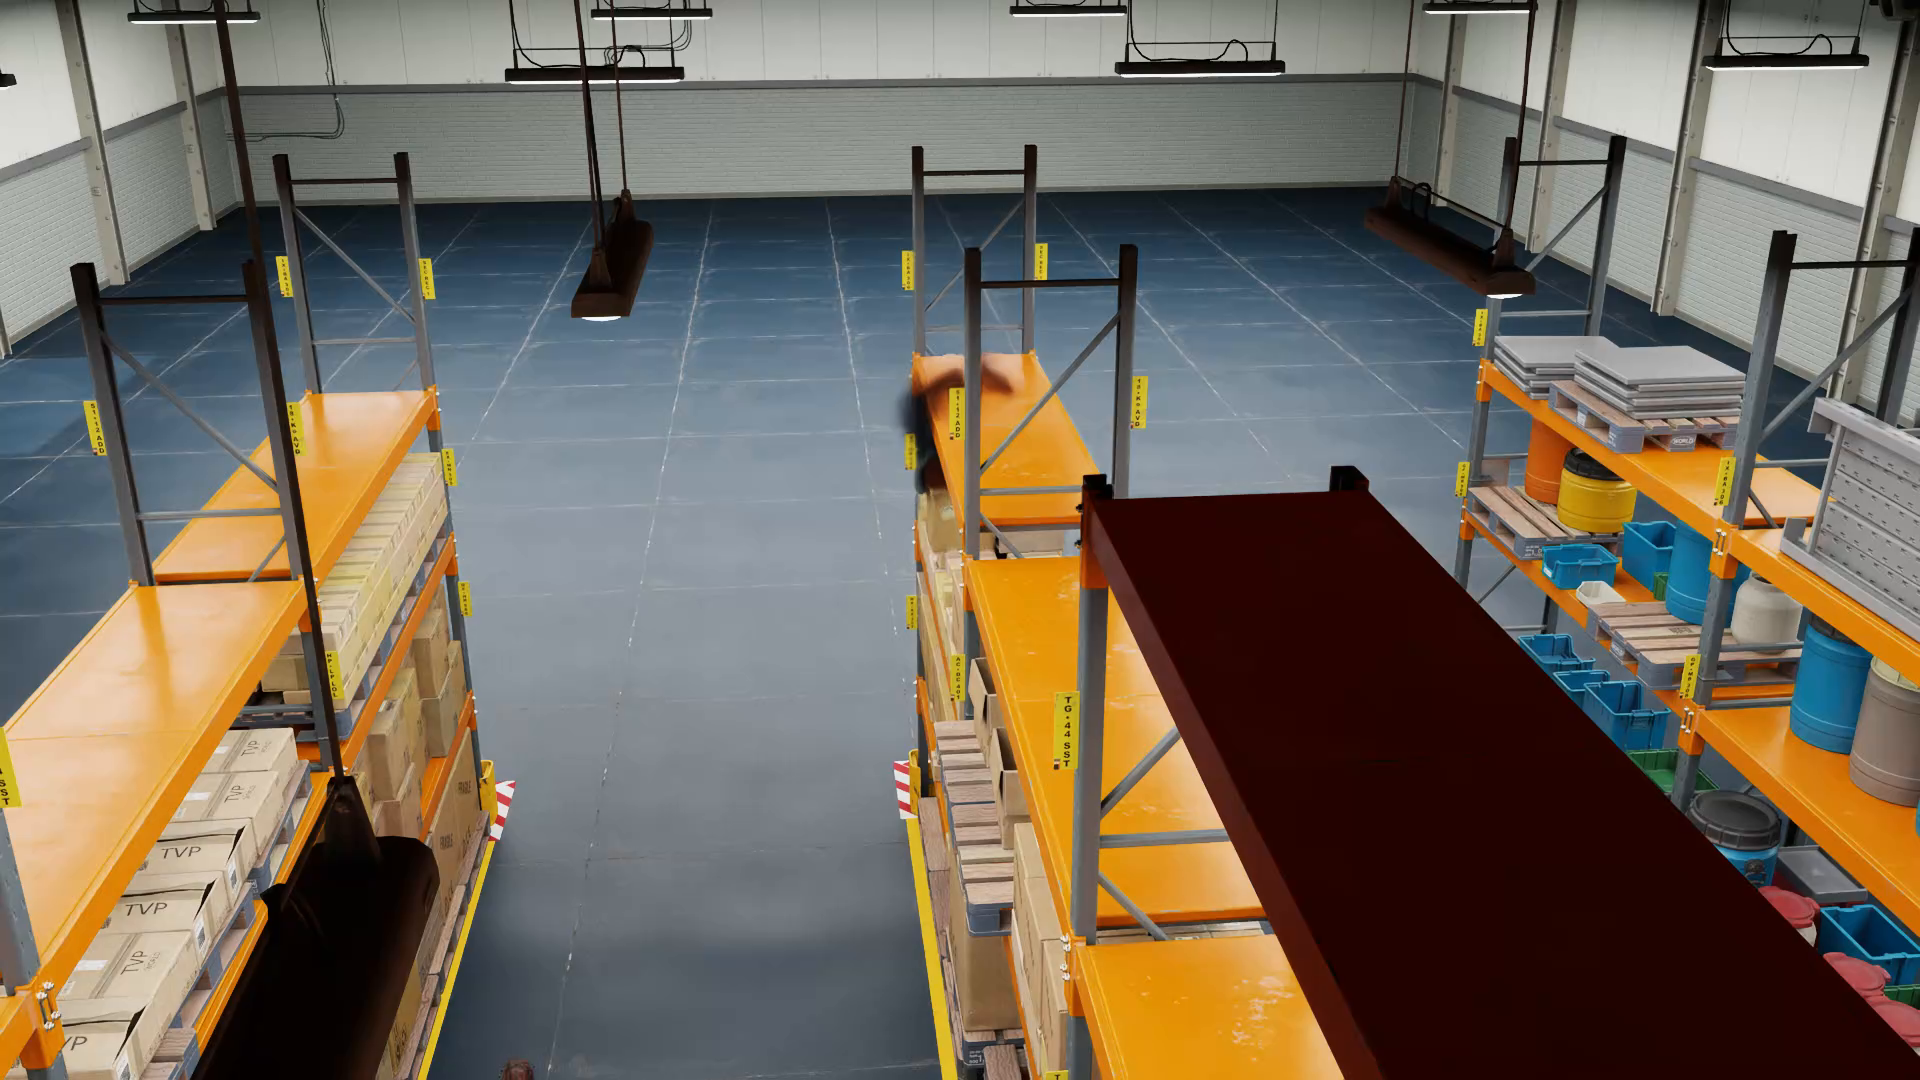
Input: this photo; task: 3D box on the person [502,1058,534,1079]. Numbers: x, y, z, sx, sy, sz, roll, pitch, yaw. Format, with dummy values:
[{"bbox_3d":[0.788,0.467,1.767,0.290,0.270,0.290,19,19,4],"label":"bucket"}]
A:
[{"bbox_3d":[-2.556,3.796,9.804,0.546,1.725,0.759,-2,22,-4],"label":"person"}]
